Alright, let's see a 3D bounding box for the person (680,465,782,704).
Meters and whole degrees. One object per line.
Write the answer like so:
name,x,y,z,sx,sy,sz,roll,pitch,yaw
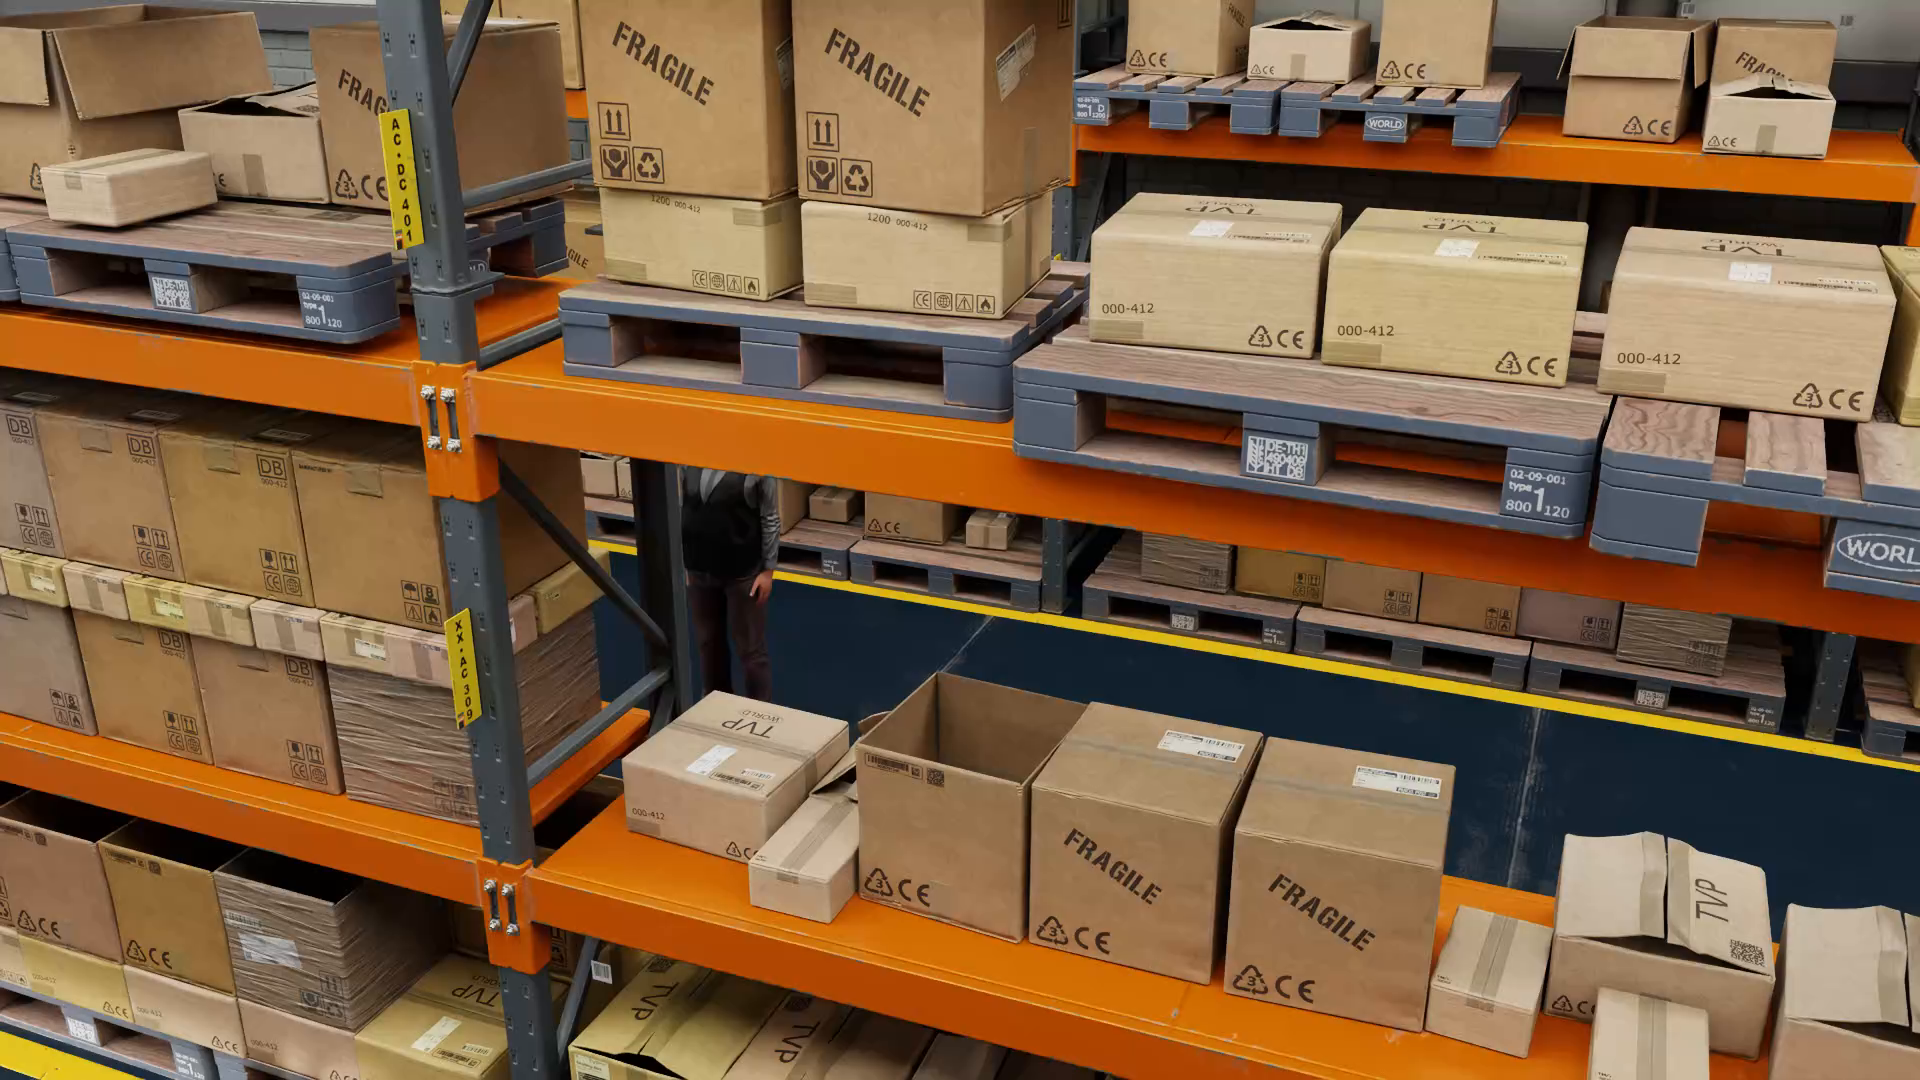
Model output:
person,-1.096,0.153,8.009,0.540,1.706,0.363,9,24,21
